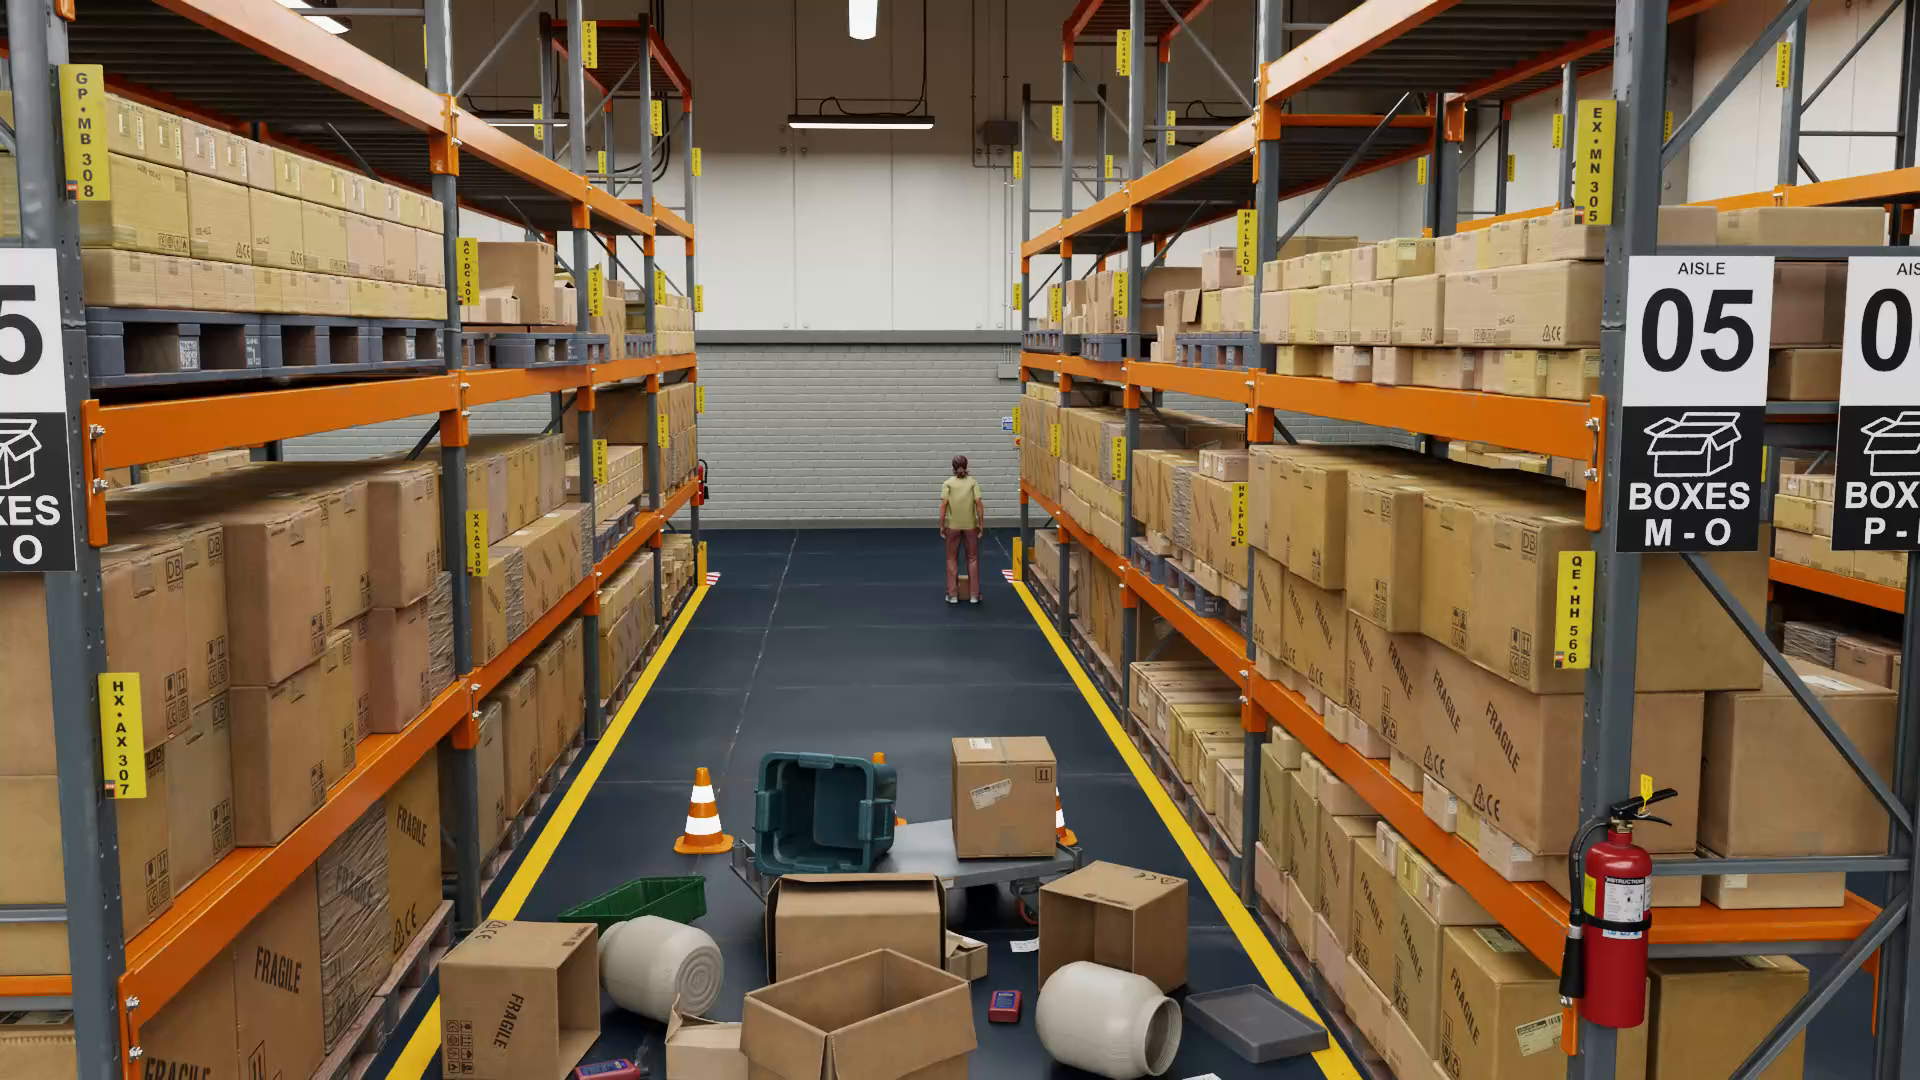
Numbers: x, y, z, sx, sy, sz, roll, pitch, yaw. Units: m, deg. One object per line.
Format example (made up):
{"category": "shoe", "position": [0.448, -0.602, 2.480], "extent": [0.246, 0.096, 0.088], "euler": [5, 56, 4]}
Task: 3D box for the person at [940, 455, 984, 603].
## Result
{"category": "person", "position": [0.015, -0.127, 18.802], "extent": [0.496, 1.672, 0.360], "euler": [0, 7, -3]}
